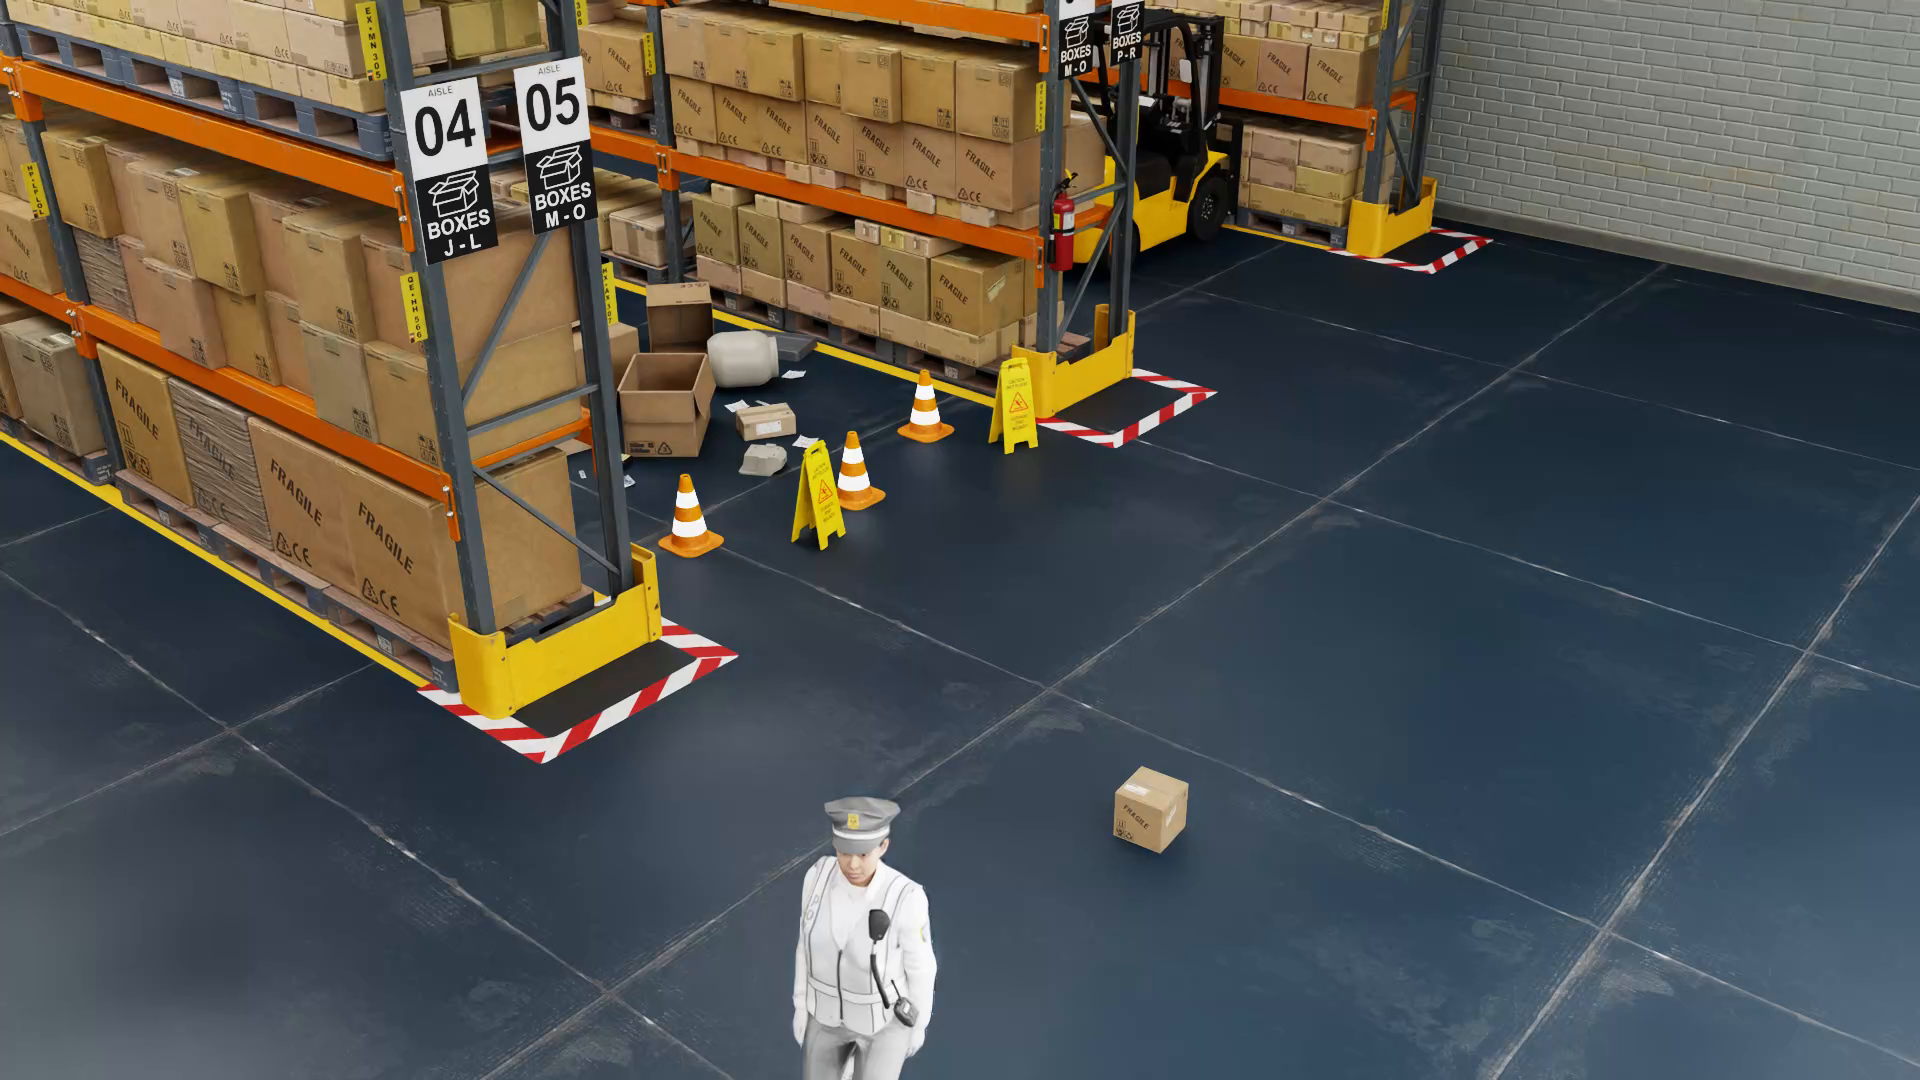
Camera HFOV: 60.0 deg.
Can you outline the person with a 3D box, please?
[{"bbox_3d":[-0.316,1.555,5.570,0.474,1.669,0.666,12,30,21],"label":"person"}]
